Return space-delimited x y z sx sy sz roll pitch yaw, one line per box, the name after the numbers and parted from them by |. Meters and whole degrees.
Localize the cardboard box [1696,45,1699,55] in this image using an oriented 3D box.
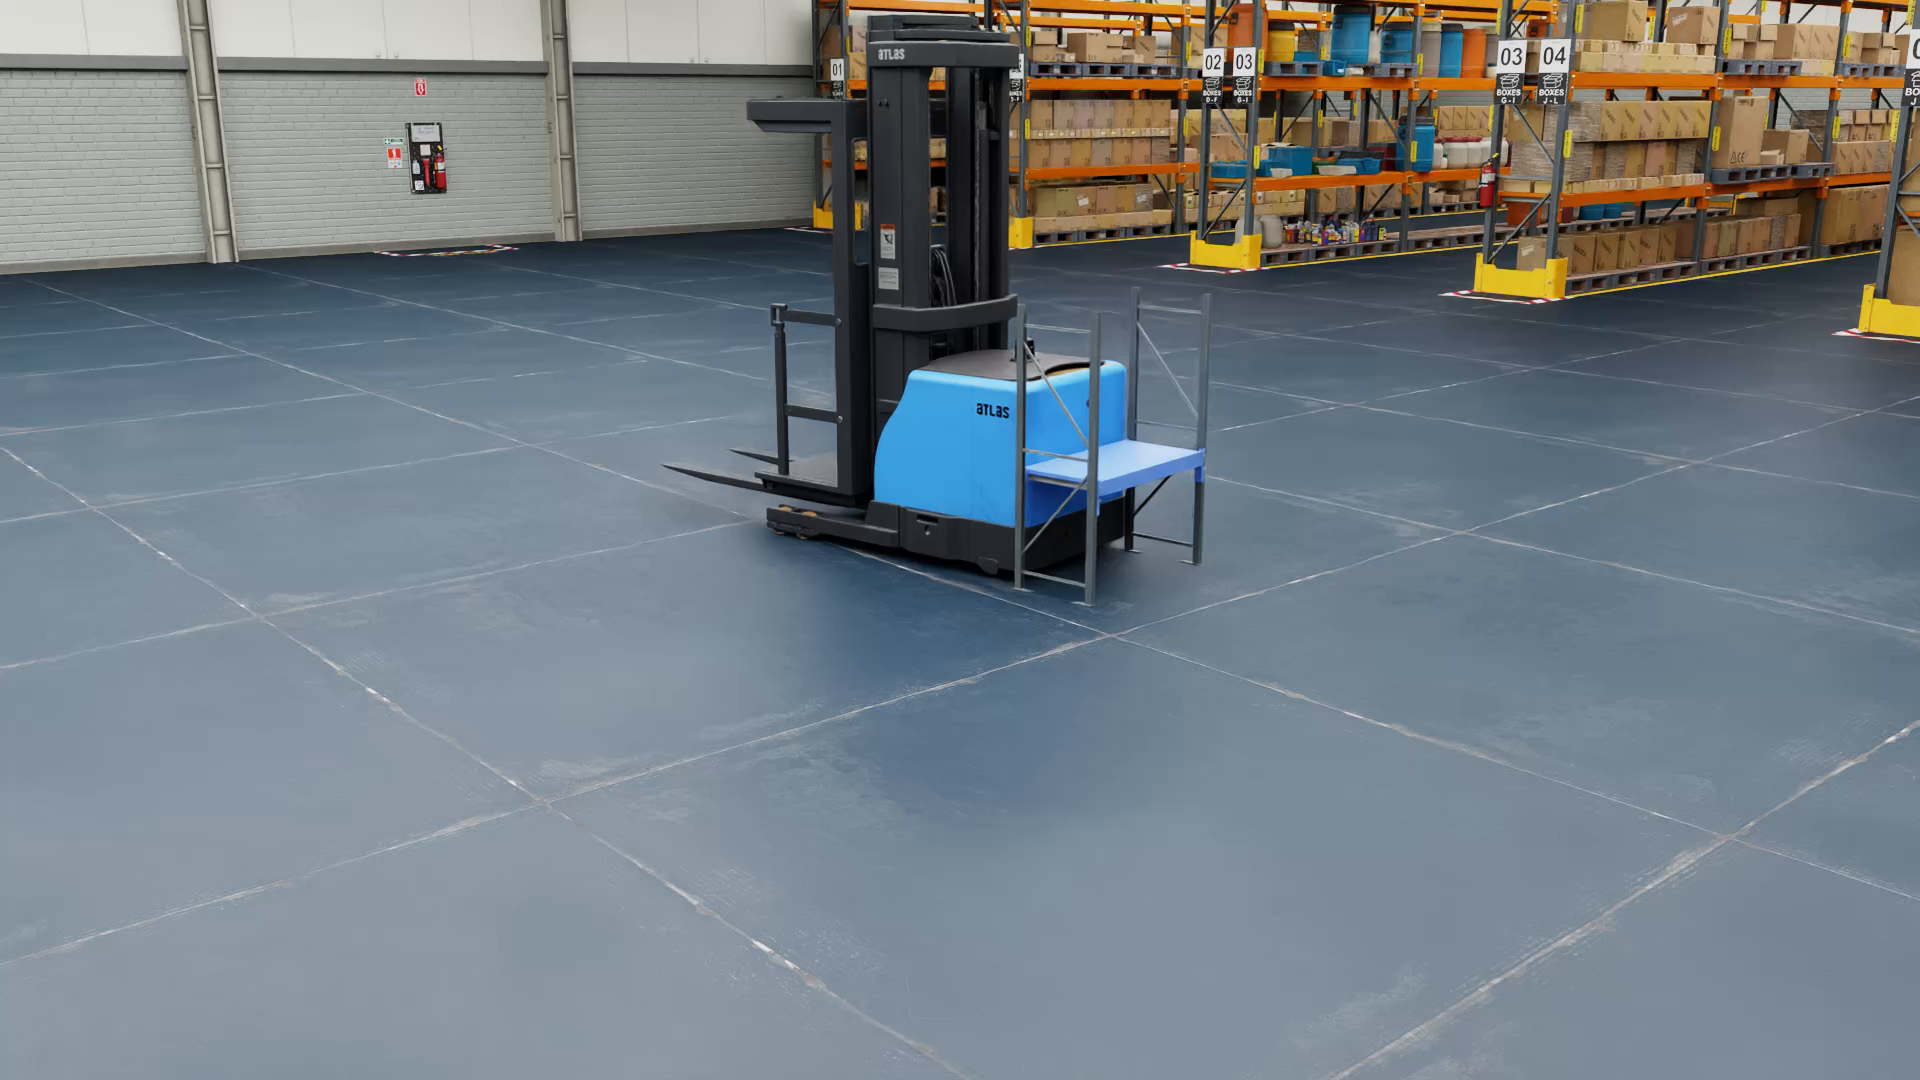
9.980 -6.776 23.012 0.250 0.149 0.380 -12 19 -39 | cardboard box

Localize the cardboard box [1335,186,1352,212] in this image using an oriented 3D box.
7.737 -7.069 34.392 0.500 0.500 0.500 -14 20 -41 | cardboard box

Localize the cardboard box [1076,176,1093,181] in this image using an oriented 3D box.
2.580 -8.067 36.677 0.500 0.250 0.500 -12 19 -38 | cardboard box

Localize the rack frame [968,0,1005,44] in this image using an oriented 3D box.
0.543 -11.137 34.007 0.127 3.000 1.000 -13 19 -39 | rack frame

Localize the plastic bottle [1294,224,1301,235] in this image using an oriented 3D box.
5.439 -4.986 27.031 0.135 0.276 0.152 -13 20 -41 | plastic bottle

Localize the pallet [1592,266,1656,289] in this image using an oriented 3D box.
8.893 -3.670 23.081 1.213 0.211 1.003 -13 19 -39 | pallet

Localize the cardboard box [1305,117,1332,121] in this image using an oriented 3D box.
8.675 -10.203 41.553 0.700 0.700 0.980 -13 20 -40 | cardboard box

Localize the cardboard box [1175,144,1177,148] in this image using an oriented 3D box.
4.913 -9.039 38.224 0.250 0.149 0.380 -12 19 -39 | cardboard box

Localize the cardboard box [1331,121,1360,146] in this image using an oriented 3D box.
8.031 -8.450 34.565 0.500 0.500 0.700 -9 17 -29 | cardboard box

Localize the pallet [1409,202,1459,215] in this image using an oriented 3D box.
10.351 -7.399 37.042 1.213 0.211 1.003 -13 19 -39 | pallet

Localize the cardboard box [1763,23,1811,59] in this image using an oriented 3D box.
12.356 -7.463 24.902 0.500 0.500 0.500 -12 19 -38 | cardboard box

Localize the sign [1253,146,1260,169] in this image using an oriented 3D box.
4.386 -5.658 24.585 0.005 0.325 0.100 -13 19 -39 | sign

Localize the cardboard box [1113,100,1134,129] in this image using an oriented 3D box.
2.708 -7.703 30.068 0.500 0.500 0.700 -13 20 -39 | cardboard box

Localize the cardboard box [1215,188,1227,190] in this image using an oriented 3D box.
5.062 -6.803 32.833 0.500 0.311 0.500 -13 20 -40 | cardboard box

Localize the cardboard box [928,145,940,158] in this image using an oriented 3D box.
-0.745 -7.780 33.317 0.500 0.250 0.500 -12 19 -39 | cardboard box

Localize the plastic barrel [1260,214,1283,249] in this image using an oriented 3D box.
4.853 -4.845 26.082 0.421 0.512 0.421 0 15 0 | plastic barrel

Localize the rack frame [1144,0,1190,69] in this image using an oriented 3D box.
3.797 -10.173 30.399 0.127 3.000 1.000 -13 19 -39 | rack frame

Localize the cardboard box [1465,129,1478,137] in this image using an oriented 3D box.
11.159 -8.884 37.001 0.500 0.500 0.500 -13 20 -40 | cardboard box

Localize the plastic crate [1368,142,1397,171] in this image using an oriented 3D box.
7.210 -6.483 28.083 0.583 0.464 0.402 -13 19 -39 | plastic crate

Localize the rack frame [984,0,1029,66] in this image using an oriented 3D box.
0.780 -9.496 27.862 0.127 3.000 1.000 -13 19 -39 | rack frame

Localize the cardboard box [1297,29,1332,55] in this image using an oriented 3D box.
7.148 -10.006 33.453 0.500 0.500 0.500 -13 19 -39 | cardboard box

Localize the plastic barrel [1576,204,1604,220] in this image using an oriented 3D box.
12.125 -6.646 32.069 0.708 0.901 0.600 -13 19 -39 | plastic barrel

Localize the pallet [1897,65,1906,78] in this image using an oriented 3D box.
15.673 -7.893 28.045 1.217 0.209 0.805 -14 20 -42 | pallet

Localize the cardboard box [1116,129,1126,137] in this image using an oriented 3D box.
2.774 -7.334 29.944 0.250 0.149 0.380 -12 19 -38 | cardboard box

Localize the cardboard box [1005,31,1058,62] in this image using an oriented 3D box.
1.216 -8.464 28.525 0.637 0.503 0.797 -11 18 -36 | cardboard box

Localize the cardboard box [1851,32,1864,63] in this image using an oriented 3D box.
14.321 -8.005 27.084 0.500 0.500 0.500 -11 19 -36 | cardboard box

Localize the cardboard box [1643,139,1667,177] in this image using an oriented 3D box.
9.206 -5.291 22.977 0.500 0.500 0.875 -13 19 -39 | cardboard box

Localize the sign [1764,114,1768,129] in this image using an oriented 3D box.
12.948 -6.690 26.741 0.005 0.325 0.100 -13 19 -39 | sign

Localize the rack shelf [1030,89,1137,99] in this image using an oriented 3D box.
2.051 -9.679 35.755 4.000 0.370 1.077 -13 19 -39 | rack shelf

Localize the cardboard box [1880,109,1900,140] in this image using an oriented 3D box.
15.331 -7.010 28.044 0.637 0.503 0.797 -12 19 -39 | cardboard box

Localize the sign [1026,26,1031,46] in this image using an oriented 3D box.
1.140 -8.398 27.718 0.005 0.325 0.100 -13 19 -39 | sign

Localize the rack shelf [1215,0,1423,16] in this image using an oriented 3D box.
5.537 -8.329 25.663 4.000 0.370 1.077 -13 19 -39 | rack shelf

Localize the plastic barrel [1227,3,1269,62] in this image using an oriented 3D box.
4.312 -7.599 24.928 0.708 0.830 0.600 -13 19 -39 | plastic barrel

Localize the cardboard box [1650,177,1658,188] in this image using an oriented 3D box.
9.353 -4.929 22.876 0.250 0.149 0.380 -13 19 -39 | cardboard box

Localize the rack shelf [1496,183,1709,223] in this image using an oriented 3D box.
8.789 -4.659 22.775 4.000 0.370 1.077 -13 19 -39 | rack shelf

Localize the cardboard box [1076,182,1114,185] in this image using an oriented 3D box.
2.488 -6.325 30.677 0.500 0.500 0.500 -13 19 -39 | cardboard box

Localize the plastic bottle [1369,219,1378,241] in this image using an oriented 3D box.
6.749 -5.078 27.227 0.185 0.351 0.144 -13 20 -41 | plastic bottle

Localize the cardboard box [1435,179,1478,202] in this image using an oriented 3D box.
11.246 -7.956 37.708 0.637 0.503 0.797 -13 19 -39 | cardboard box

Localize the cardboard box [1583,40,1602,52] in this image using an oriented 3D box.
7.898 -6.264 21.095 0.250 0.149 0.380 -12 19 -38 | cardboard box

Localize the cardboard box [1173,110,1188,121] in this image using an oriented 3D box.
4.851 -9.684 37.929 0.500 0.250 0.500 -12 19 -39 | cardboard box

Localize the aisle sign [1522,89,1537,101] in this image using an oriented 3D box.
13.102 -10.516 38.268 0.004 0.787 0.394 -13 19 -39 | aisle sign

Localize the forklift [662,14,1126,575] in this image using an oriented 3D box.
-0.525 -1.514 9.738 3.031 2.935 1.130 11 19 36 | forklift

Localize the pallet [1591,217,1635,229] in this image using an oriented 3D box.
12.472 -6.195 32.535 1.213 0.211 1.003 -13 19 -39 | pallet

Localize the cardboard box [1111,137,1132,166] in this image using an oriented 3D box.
2.692 -7.072 30.220 0.500 0.500 0.700 -12 19 -39 | cardboard box

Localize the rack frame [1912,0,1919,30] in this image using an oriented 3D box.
10.459 -6.584 16.961 0.127 3.000 1.000 -13 19 -39 | rack frame

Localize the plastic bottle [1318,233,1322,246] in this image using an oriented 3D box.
5.679 -4.757 26.317 0.097 0.201 0.097 0 15 0 | plastic bottle

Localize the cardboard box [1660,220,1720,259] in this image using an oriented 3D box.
10.775 -4.451 24.590 0.700 0.500 0.500 14 21 43 | cardboard box

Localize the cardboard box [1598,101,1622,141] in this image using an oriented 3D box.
8.255 -5.467 21.696 0.500 0.500 0.500 -13 19 -39 | cardboard box

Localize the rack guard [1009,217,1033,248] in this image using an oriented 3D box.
0.762 -5.386 28.944 0.348 0.500 1.175 -13 19 -39 | rack guard

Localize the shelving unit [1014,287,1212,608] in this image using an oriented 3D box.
0.815 -0.524 8.804 0.538 1.500 1.048 12 19 38 | shelving unit

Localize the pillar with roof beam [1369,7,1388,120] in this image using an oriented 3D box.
13.890 -12.958 40.823 0.400 9.000 9.100 -13 19 -39 | pillar with roof beam

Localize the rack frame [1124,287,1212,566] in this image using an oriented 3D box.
1.141 -0.624 9.181 0.500 1.500 0.032 12 19 38 | rack frame

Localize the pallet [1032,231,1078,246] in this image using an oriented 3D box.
1.329 -5.388 29.512 1.213 0.211 1.003 -13 19 -39 | pallet

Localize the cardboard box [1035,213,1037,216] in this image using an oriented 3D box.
1.360 -5.707 29.818 0.500 0.250 0.500 -13 19 -39 | cardboard box
